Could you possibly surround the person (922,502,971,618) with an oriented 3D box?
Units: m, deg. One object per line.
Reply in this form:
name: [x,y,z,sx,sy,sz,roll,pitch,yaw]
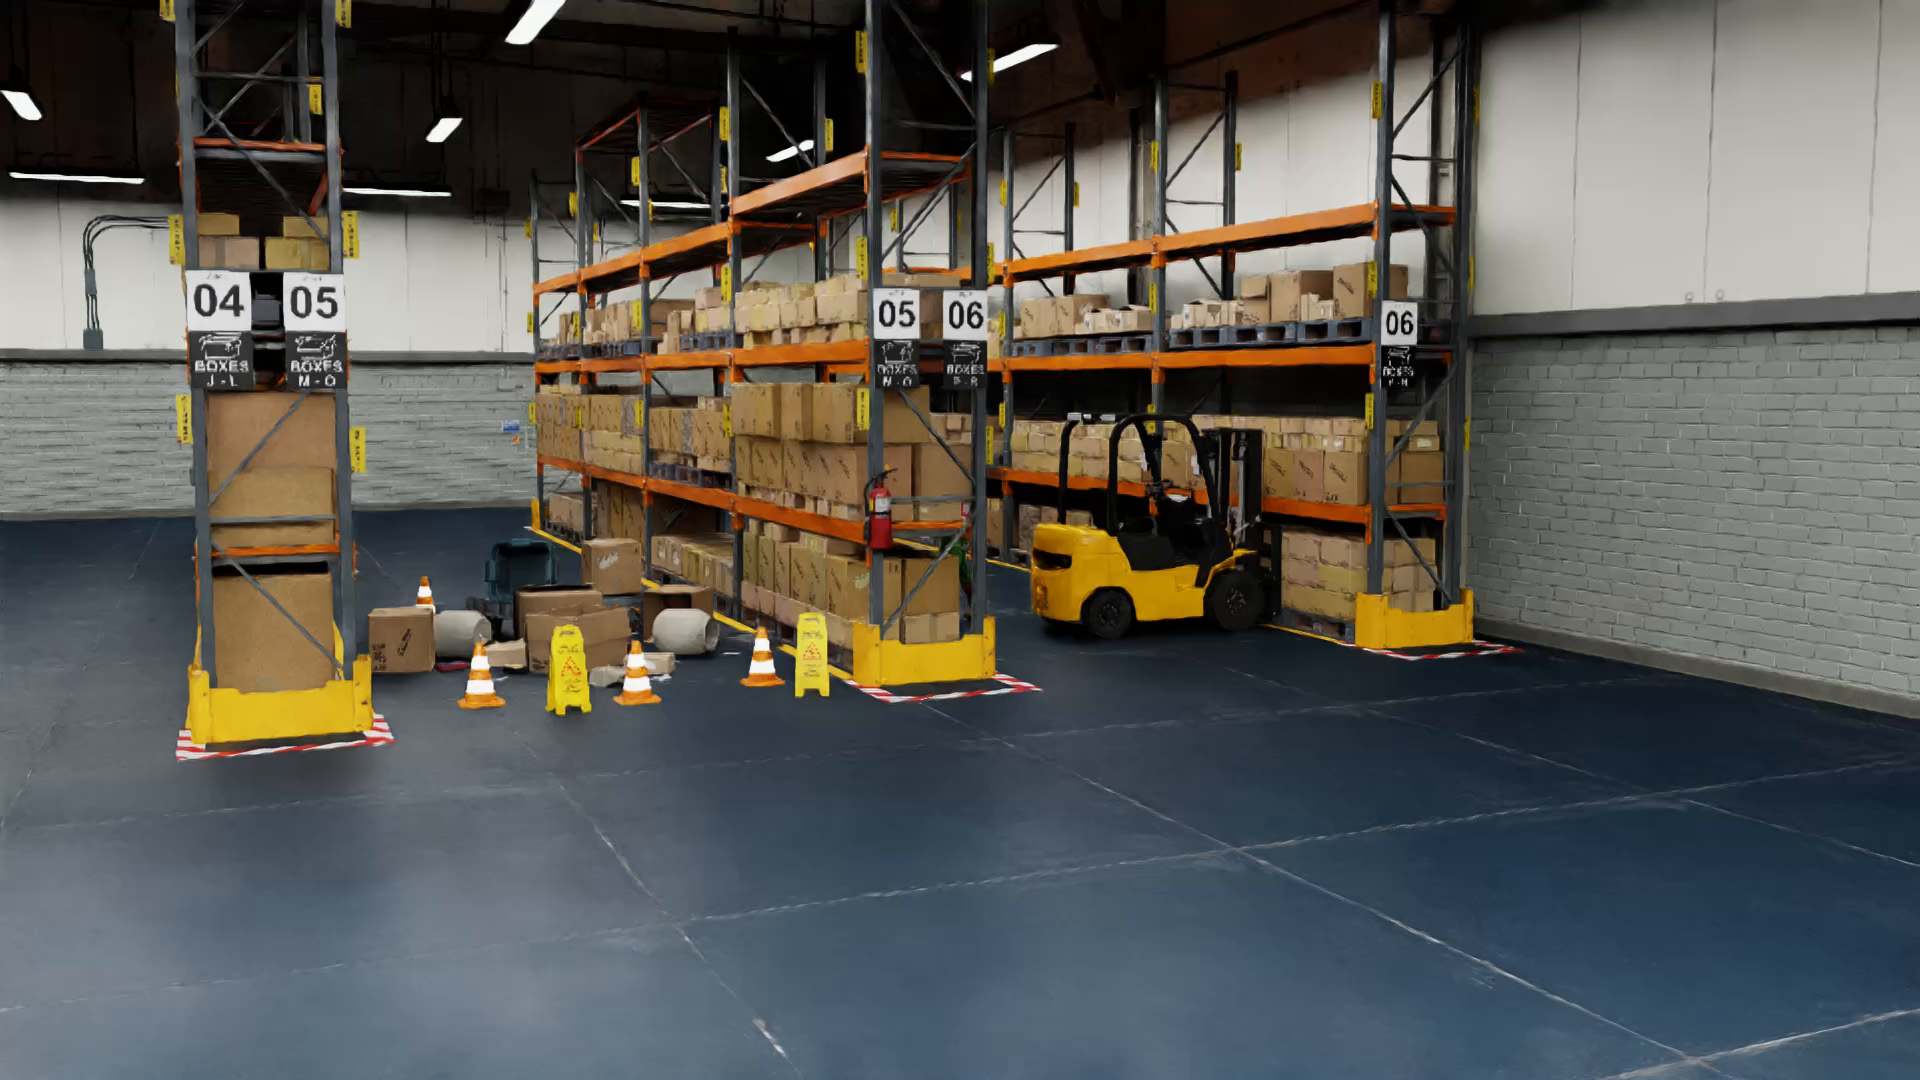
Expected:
person: [-0.103,-0.063,17.377,0.720,1.744,0.595,1,5,8]
